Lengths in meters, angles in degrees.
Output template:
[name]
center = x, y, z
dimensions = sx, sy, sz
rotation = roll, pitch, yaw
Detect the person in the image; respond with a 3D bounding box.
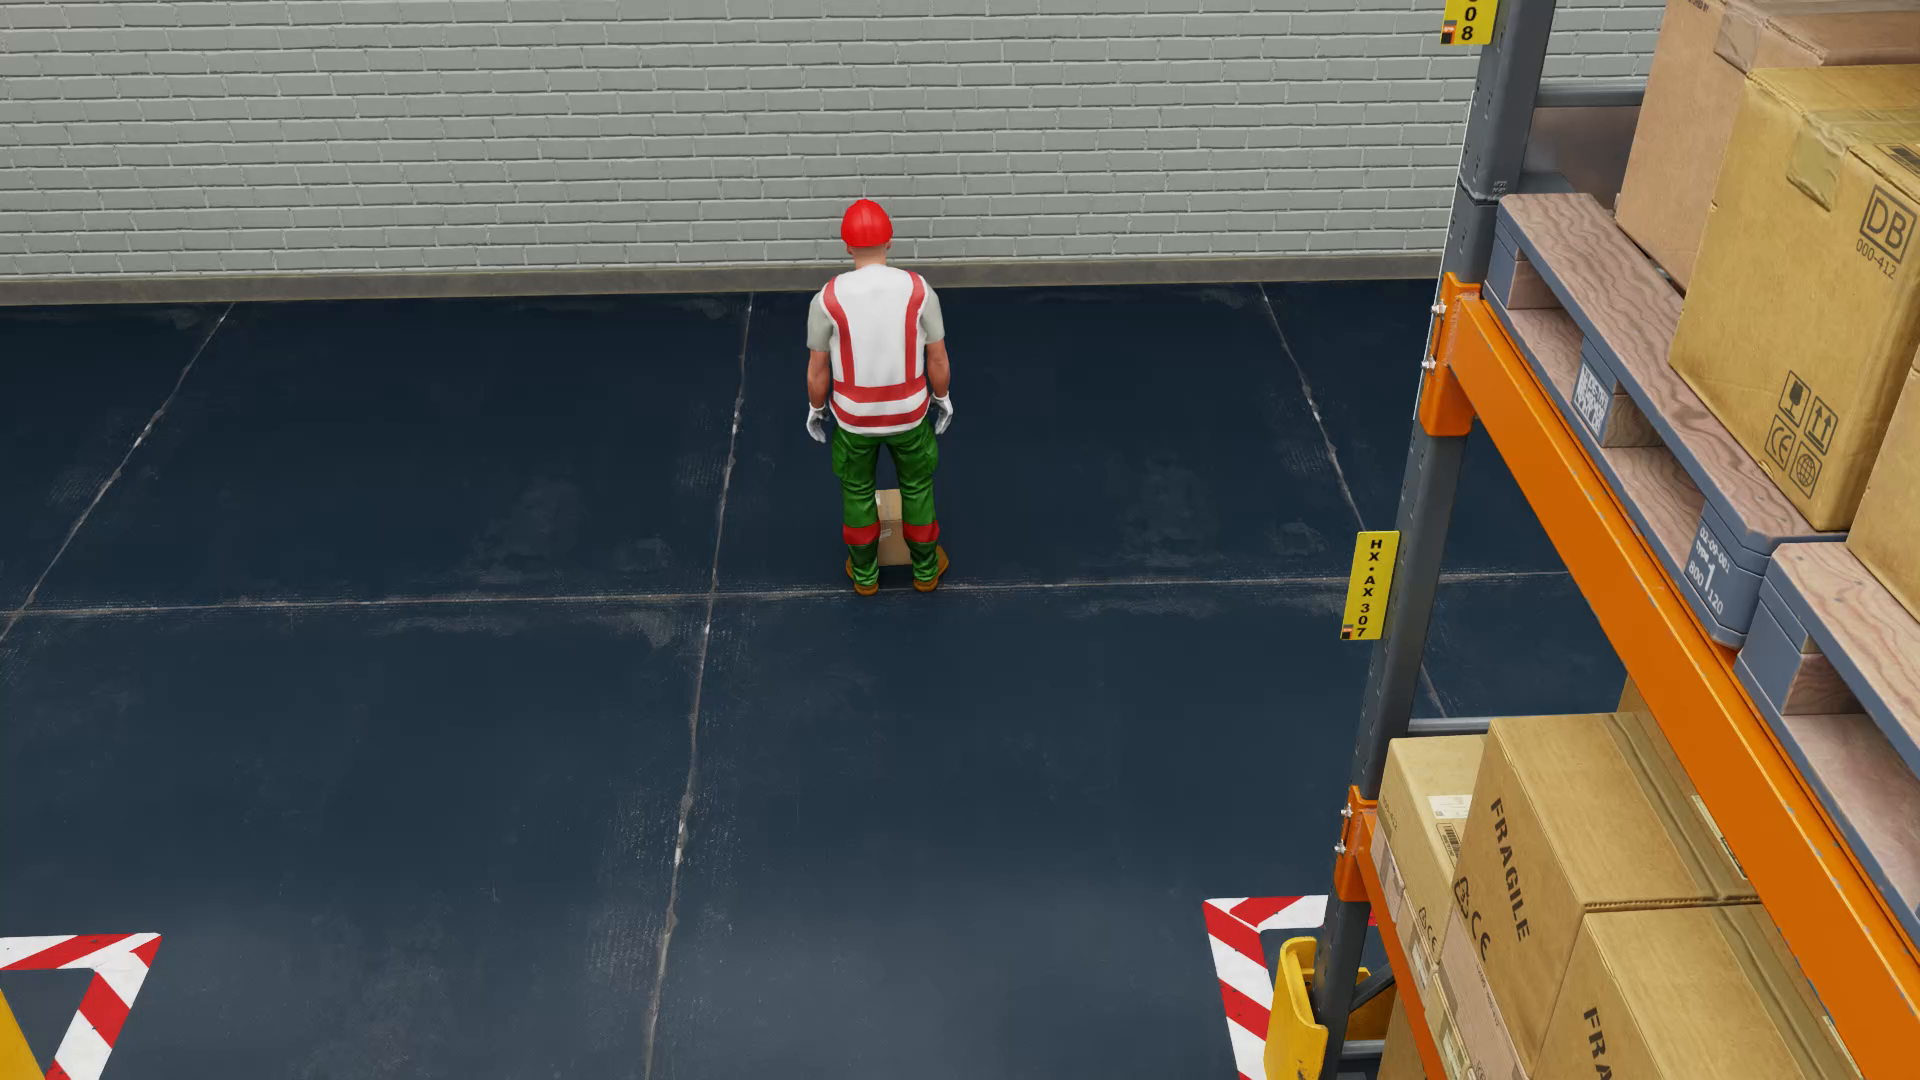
[person]
center = -0.334, -0.553, 6.924
dimensions = 0.616, 1.778, 0.453
rotation = -4, 35, -5
